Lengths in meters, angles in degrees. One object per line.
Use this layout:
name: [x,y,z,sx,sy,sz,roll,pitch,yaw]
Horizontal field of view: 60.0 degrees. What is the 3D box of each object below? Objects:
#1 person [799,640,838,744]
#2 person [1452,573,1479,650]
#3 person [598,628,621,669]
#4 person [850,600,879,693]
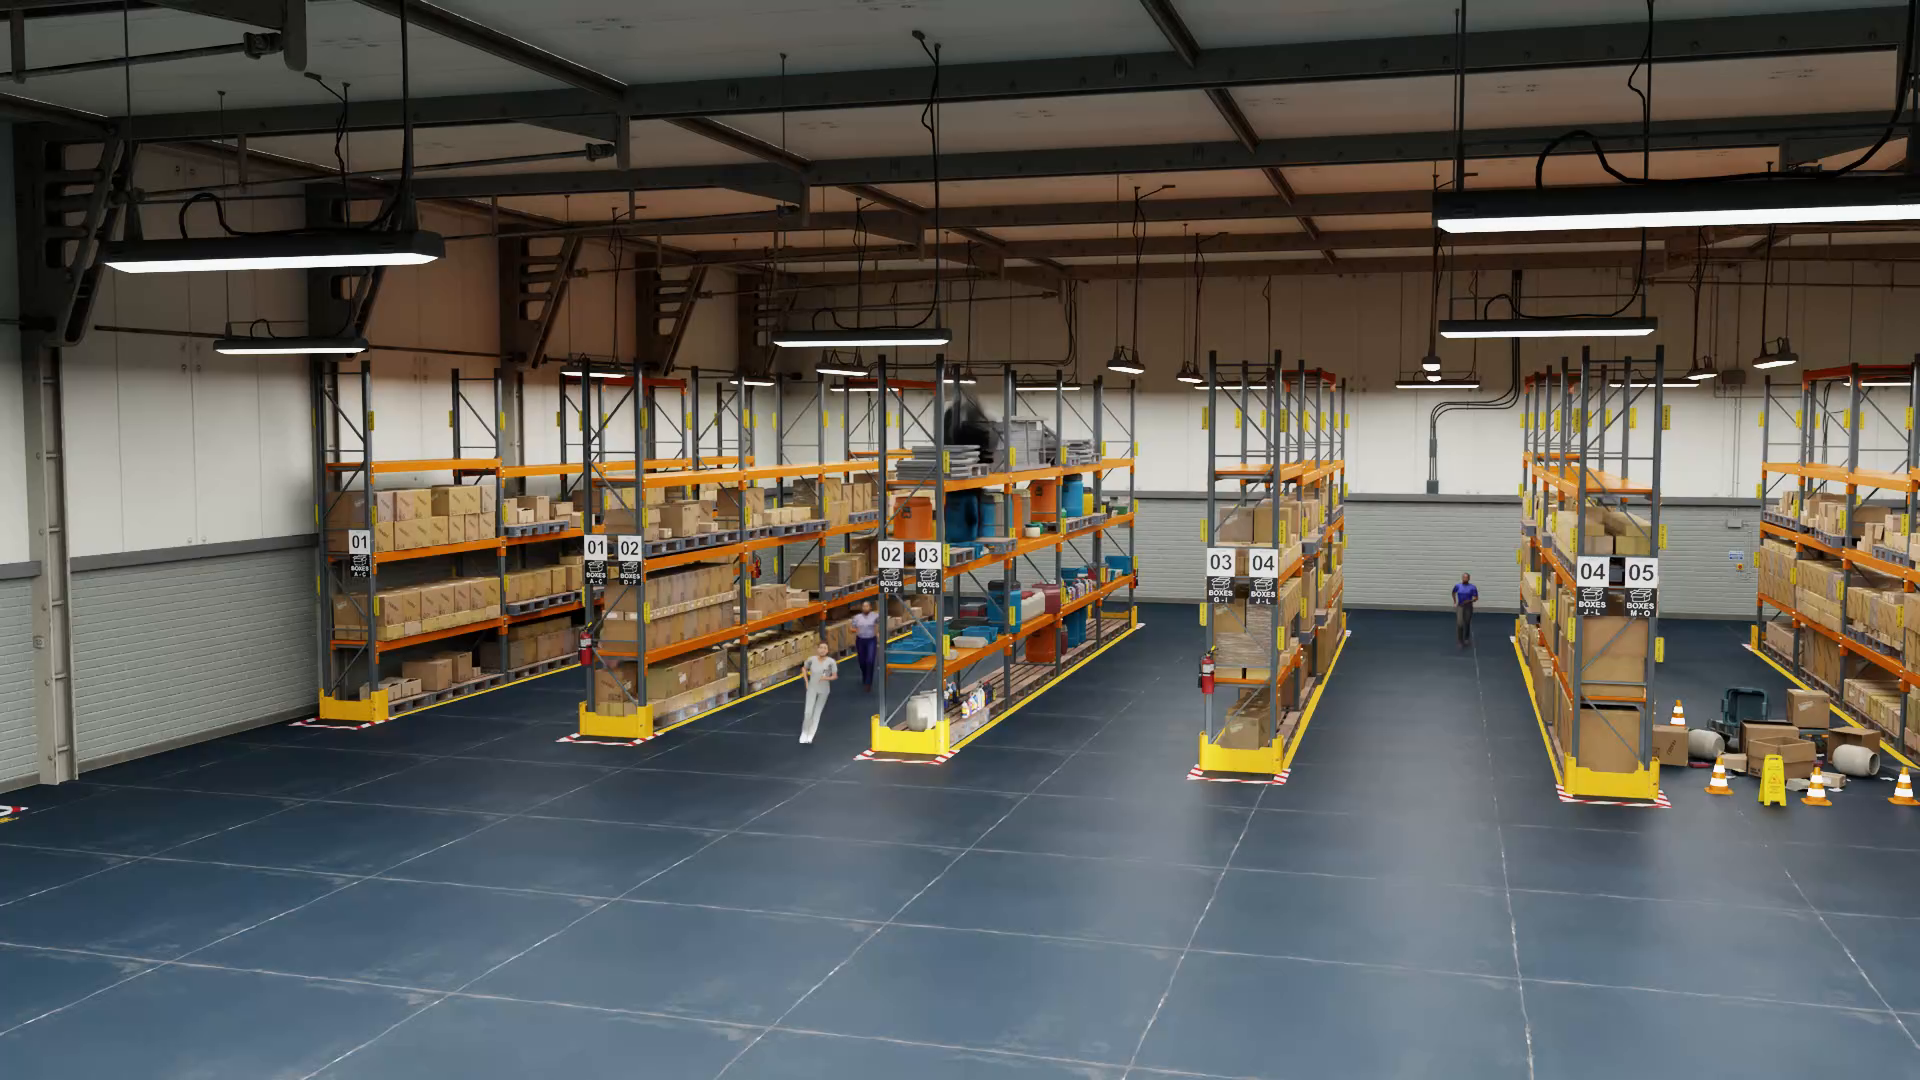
person: [-2.192,2.350,25.759,0.600,1.617,0.625,0,4,-3]
person: [11.137,1.566,36.690,0.590,1.683,0.775,2,4,21]
person: [-6.169,2.077,29.597,0.579,1.628,0.677,0,4,4]
person: [-1.741,1.944,30.856,0.602,1.645,0.913,0,4,6]
